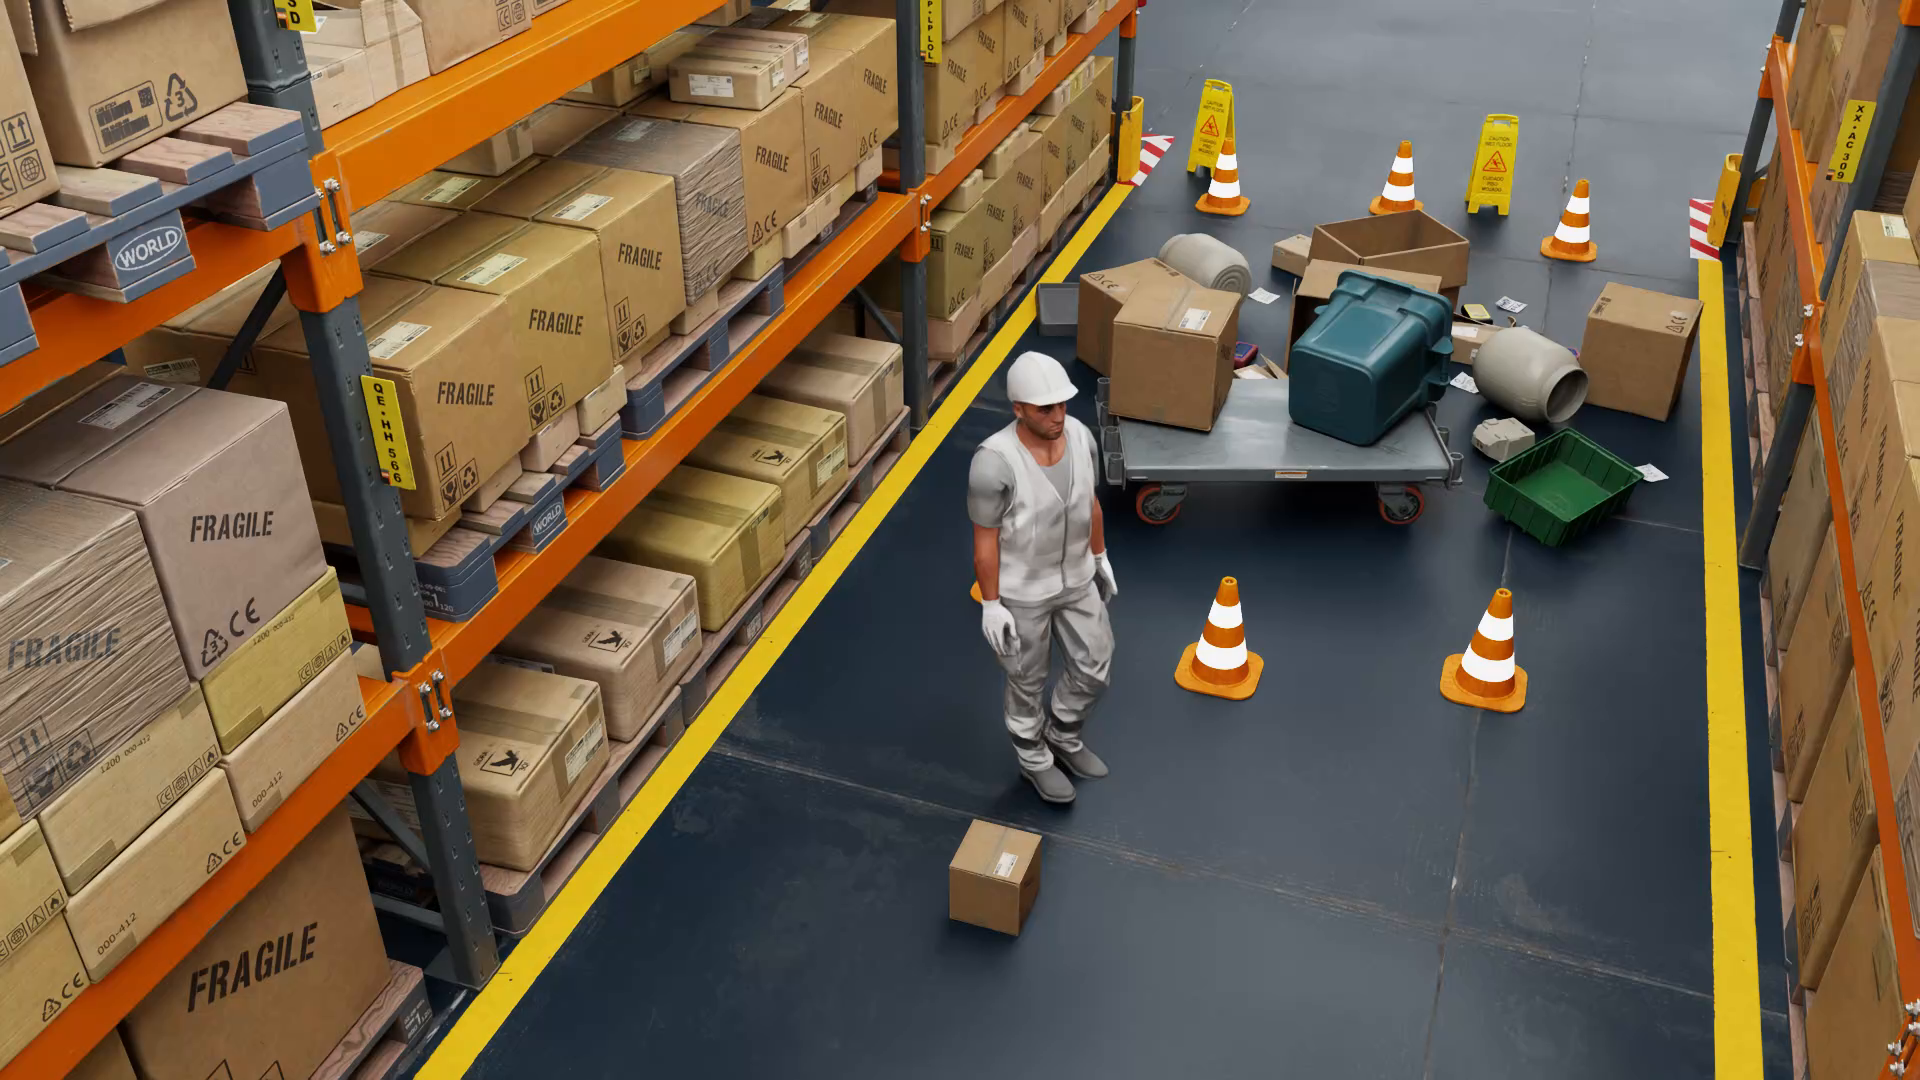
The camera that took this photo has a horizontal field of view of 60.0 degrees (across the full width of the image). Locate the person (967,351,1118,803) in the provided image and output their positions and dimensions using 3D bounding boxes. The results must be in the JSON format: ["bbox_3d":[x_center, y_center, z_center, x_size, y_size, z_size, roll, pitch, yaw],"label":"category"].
[{"bbox_3d":[0.306,0.177,5.851,0.567,1.816,0.399,-19,38,-27],"label":"person"}]
